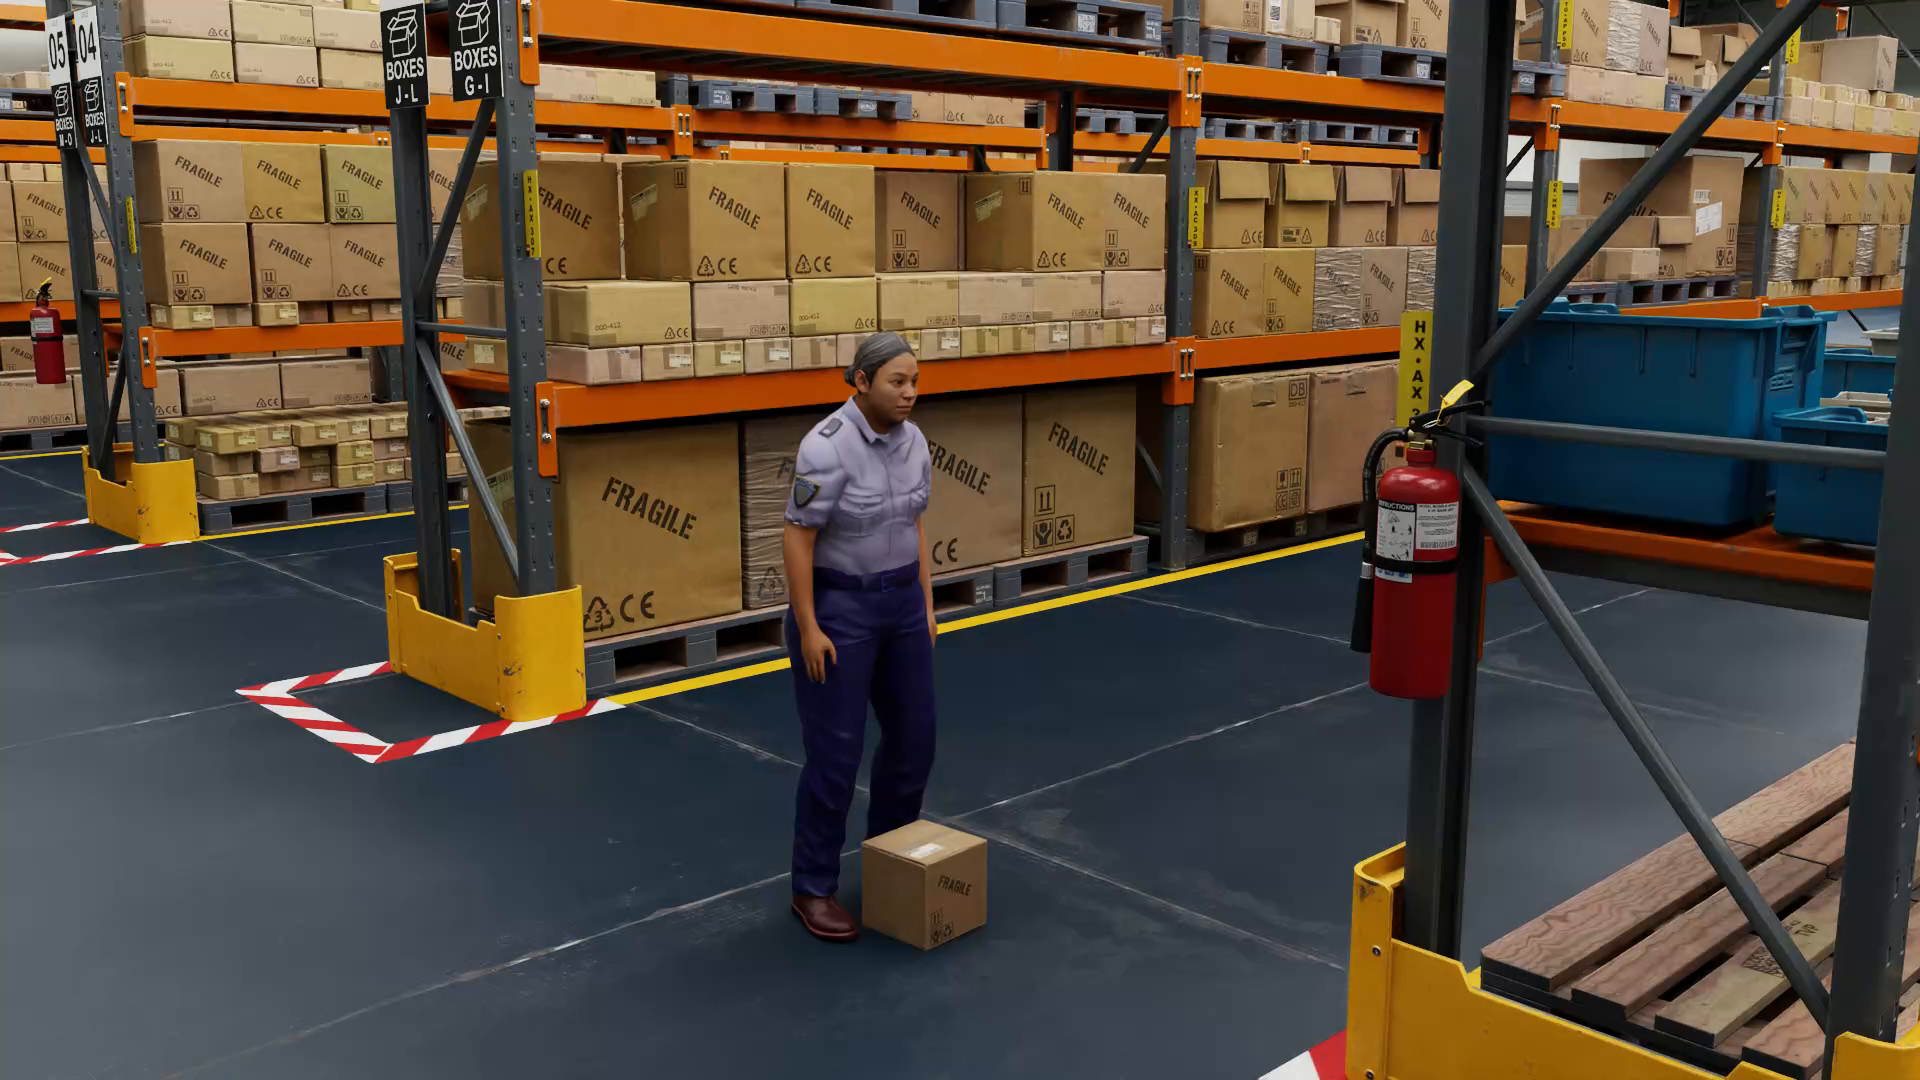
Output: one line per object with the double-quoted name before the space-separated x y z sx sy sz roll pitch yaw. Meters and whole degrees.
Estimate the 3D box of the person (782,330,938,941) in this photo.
"person" -0.272 0.247 4.677 0.372 1.636 0.545 10 15 43
